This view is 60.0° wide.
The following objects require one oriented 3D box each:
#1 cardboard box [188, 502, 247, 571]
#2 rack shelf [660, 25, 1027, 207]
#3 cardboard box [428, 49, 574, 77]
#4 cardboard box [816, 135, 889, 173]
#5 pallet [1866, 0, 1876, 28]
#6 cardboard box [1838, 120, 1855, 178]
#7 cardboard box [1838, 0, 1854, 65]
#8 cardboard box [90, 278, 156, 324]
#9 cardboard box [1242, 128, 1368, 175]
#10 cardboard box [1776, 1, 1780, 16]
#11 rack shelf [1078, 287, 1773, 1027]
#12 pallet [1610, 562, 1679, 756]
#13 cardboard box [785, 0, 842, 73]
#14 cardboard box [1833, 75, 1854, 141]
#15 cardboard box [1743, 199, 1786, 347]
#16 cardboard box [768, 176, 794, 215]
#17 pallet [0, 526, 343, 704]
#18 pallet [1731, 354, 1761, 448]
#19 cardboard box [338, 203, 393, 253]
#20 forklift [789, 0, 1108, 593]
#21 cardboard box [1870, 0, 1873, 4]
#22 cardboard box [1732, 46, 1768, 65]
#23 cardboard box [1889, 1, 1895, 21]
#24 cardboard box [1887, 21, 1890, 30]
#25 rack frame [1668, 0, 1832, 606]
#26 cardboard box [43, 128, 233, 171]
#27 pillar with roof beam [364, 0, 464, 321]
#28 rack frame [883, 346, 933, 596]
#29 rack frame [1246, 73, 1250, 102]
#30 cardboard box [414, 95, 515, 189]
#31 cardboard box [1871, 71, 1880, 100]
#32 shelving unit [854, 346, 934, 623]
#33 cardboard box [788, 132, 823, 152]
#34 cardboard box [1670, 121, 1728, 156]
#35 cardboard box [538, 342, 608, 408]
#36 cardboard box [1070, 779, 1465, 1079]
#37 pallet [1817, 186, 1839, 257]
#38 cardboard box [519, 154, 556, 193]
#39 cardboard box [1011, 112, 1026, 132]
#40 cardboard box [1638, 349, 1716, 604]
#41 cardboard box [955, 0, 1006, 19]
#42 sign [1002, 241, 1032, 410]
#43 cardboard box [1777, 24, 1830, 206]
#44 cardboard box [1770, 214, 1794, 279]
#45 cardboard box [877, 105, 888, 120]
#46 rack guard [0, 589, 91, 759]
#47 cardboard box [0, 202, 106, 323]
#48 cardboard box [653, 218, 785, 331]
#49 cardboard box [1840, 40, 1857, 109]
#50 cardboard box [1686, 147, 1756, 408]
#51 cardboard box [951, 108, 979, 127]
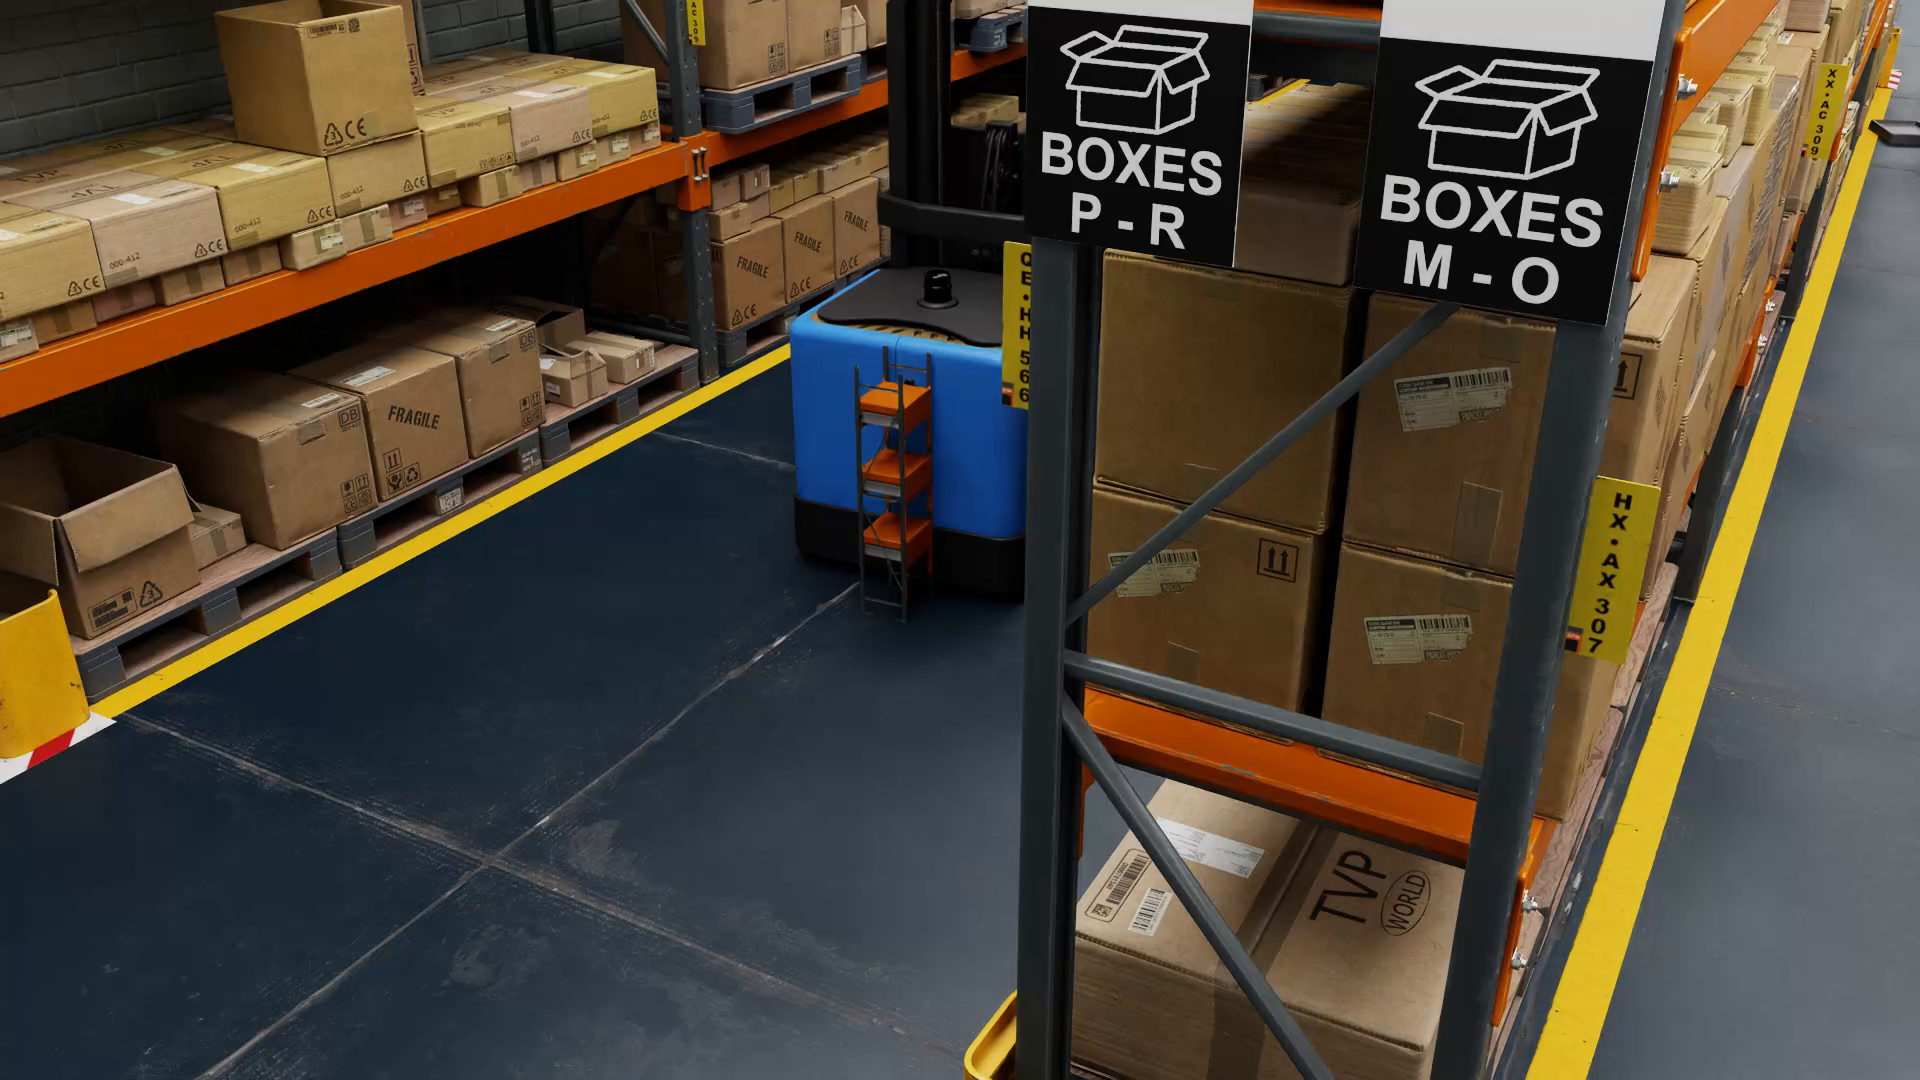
[{"bbox_3d":[-3.106,-0.028,6.672,0.380,0.149,0.250,13,29,24],"label":"cardboard box"},{"bbox_3d":[-0.780,-2.758,10.212,1.077,0.370,4.000,14,30,26],"label":"rack shelf"},{"bbox_3d":[-2.243,-2.232,8.194,0.500,0.250,0.500,14,30,26],"label":"cardboard box"},{"bbox_3d":[-0.661,-2.375,10.243,0.380,0.149,0.250,14,30,26],"label":"cardboard box"},{"bbox_3d":[5.465,-3.462,11.029,1.003,0.211,1.213,14,30,26],"label":"pallet"},{"bbox_3d":[5.888,-2.853,12.065,0.950,0.372,0.625,16,31,29],"label":"cardboard box"},{"bbox_3d":[3.501,-2.208,7.080,0.500,0.500,0.500,13,30,25],"label":"cardboard box"},{"bbox_3d":[-3.148,-0.916,6.009,0.380,0.149,0.250,14,30,25],"label":"cardboard box"},{"bbox_3d":[0.698,-0.720,3.383,0.380,0.149,0.250,15,30,27],"label":"cardboard box"},{"bbox_3d":[2.329,-1.626,5.194,0.380,0.149,0.250,14,30,26],"label":"cardboard box"},{"bbox_3d":[1.575,-0.107,4.917,1.077,0.370,4.000,14,30,26],"label":"rack shelf"},{"bbox_3d":[2.117,0.318,6.379,1.003,0.211,1.213,14,30,26],"label":"pallet"},{"bbox_3d":[-1.077,-2.873,9.058,0.700,0.500,0.500,15,30,27],"label":"cardboard box"},{"bbox_3d":[4.266,-2.243,8.548,0.500,0.250,0.500,15,30,27],"label":"cardboard box"},{"bbox_3d":[2.553,-1.016,5.817,0.500,0.500,0.500,14,30,27],"label":"cardboard box"},{"bbox_3d":[-1.171,-1.969,9.431,0.380,0.149,0.250,13,29,23],"label":"cardboard box"},{"bbox_3d":[-3.303,0.166,6.684,1.003,0.211,1.213,14,30,26],"label":"pallet"},{"bbox_3d":[3.472,-0.756,8.524,1.003,0.211,1.213,14,30,26],"label":"pallet"},{"bbox_3d":[-2.543,-1.295,6.766,0.380,0.149,0.250,15,30,27],"label":"cardboard box"},{"bbox_3d":[0.368,-1.732,7.436,1.130,2.935,3.031,11,29,21],"label":"forklift"},{"bbox_3d":[5.200,-3.462,9.901,0.500,0.500,0.500,16,31,29],"label":"cardboard box"},{"bbox_3d":[1.893,-1.217,4.376,0.380,0.149,0.250,14,30,26],"label":"cardboard box"},{"bbox_3d":[7.385,-4.316,13.562,0.380,0.149,0.250,15,30,28],"label":"cardboard box"},{"bbox_3d":[7.273,-4.001,13.657,0.500,0.500,0.500,16,31,28],"label":"cardboard box"},{"bbox_3d":[2.559,-1.208,6.313,1.000,3.000,0.127,14,30,26],"label":"rack frame"},{"bbox_3d":[-3.234,-1.437,6.606,0.500,0.250,0.500,15,30,28],"label":"cardboard box"},{"bbox_3d":[0.857,-3.962,5.111,9.100,9.000,0.400,14,30,26],"label":"pillar with roof beam"},{"bbox_3d":[-0.203,-0.259,6.594,0.200,1.050,0.008,11,29,21],"label":"rack frame"},{"bbox_3d":[2.171,-5.418,14.722,1.000,3.000,0.127,14,30,26],"label":"rack frame"},{"bbox_3d":[-2.293,-1.724,7.178,0.500,0.250,0.500,14,30,26],"label":"cardboard box"},{"bbox_3d":[7.785,-4.064,14.619,0.500,0.250,0.500,13,29,24],"label":"cardboard box"},{"bbox_3d":[-0.253,-0.209,6.494,0.215,1.050,0.252,11,29,21],"label":"shelving unit"},{"bbox_3d":[-1.084,-2.473,10.437,0.380,0.149,0.250,13,29,24],"label":"cardboard box"},{"bbox_3d":[1.415,-0.809,3.562,0.380,0.149,0.250,13,29,24],"label":"cardboard box"},{"bbox_3d":[-1.958,-0.844,8.171,0.396,0.266,0.258,15,30,28],"label":"cardboard box"},{"bbox_3d":[0.829,1.029,4.236,0.875,0.438,0.875,13,29,24],"label":"cardboard box"},{"bbox_3d":[5.514,-2.298,11.605,1.003,0.211,1.213,14,30,26],"label":"pallet"},{"bbox_3d":[-2.070,-1.699,7.573,0.380,0.149,0.250,15,30,27],"label":"cardboard box"},{"bbox_3d":[0.183,-2.717,11.649,0.500,0.500,0.500,15,30,28],"label":"cardboard box"},{"bbox_3d":[1.568,-0.216,4.218,0.500,0.500,0.500,14,30,26],"label":"cardboard box"},{"bbox_3d":[-0.034,-3.497,10.583,0.500,0.250,0.500,13,29,24],"label":"cardboard box"},{"bbox_3d":[0.126,-0.398,3.136,0.100,0.325,0.005,14,30,26],"label":"sign"},{"bbox_3d":[2.567,-1.455,5.578,0.500,0.500,0.500,14,30,26],"label":"cardboard box"},{"bbox_3d":[3.005,-1.255,6.573,0.500,0.250,0.500,13,30,25],"label":"cardboard box"},{"bbox_3d":[-0.531,-2.872,11.235,0.380,0.149,0.250,15,30,27],"label":"cardboard box"},{"bbox_3d":[-3.695,0.347,5.998,1.175,0.500,0.348,14,30,26],"label":"rack guard"},{"bbox_3d":[-3.274,-0.924,5.581,0.500,0.250,0.500,14,30,26],"label":"cardboard box"},{"bbox_3d":[-1.330,-1.509,9.237,0.500,0.500,0.500,16,31,28],"label":"cardboard box"},{"bbox_3d":[4.027,-2.274,8.051,0.500,0.250,0.500,13,30,25],"label":"cardboard box"},{"bbox_3d":[1.570,-0.671,4.010,0.500,0.500,0.500,14,30,26],"label":"cardboard box"},{"bbox_3d":[-0.094,-2.765,11.020,0.380,0.149,0.250,13,29,24],"label":"cardboard box"}]
